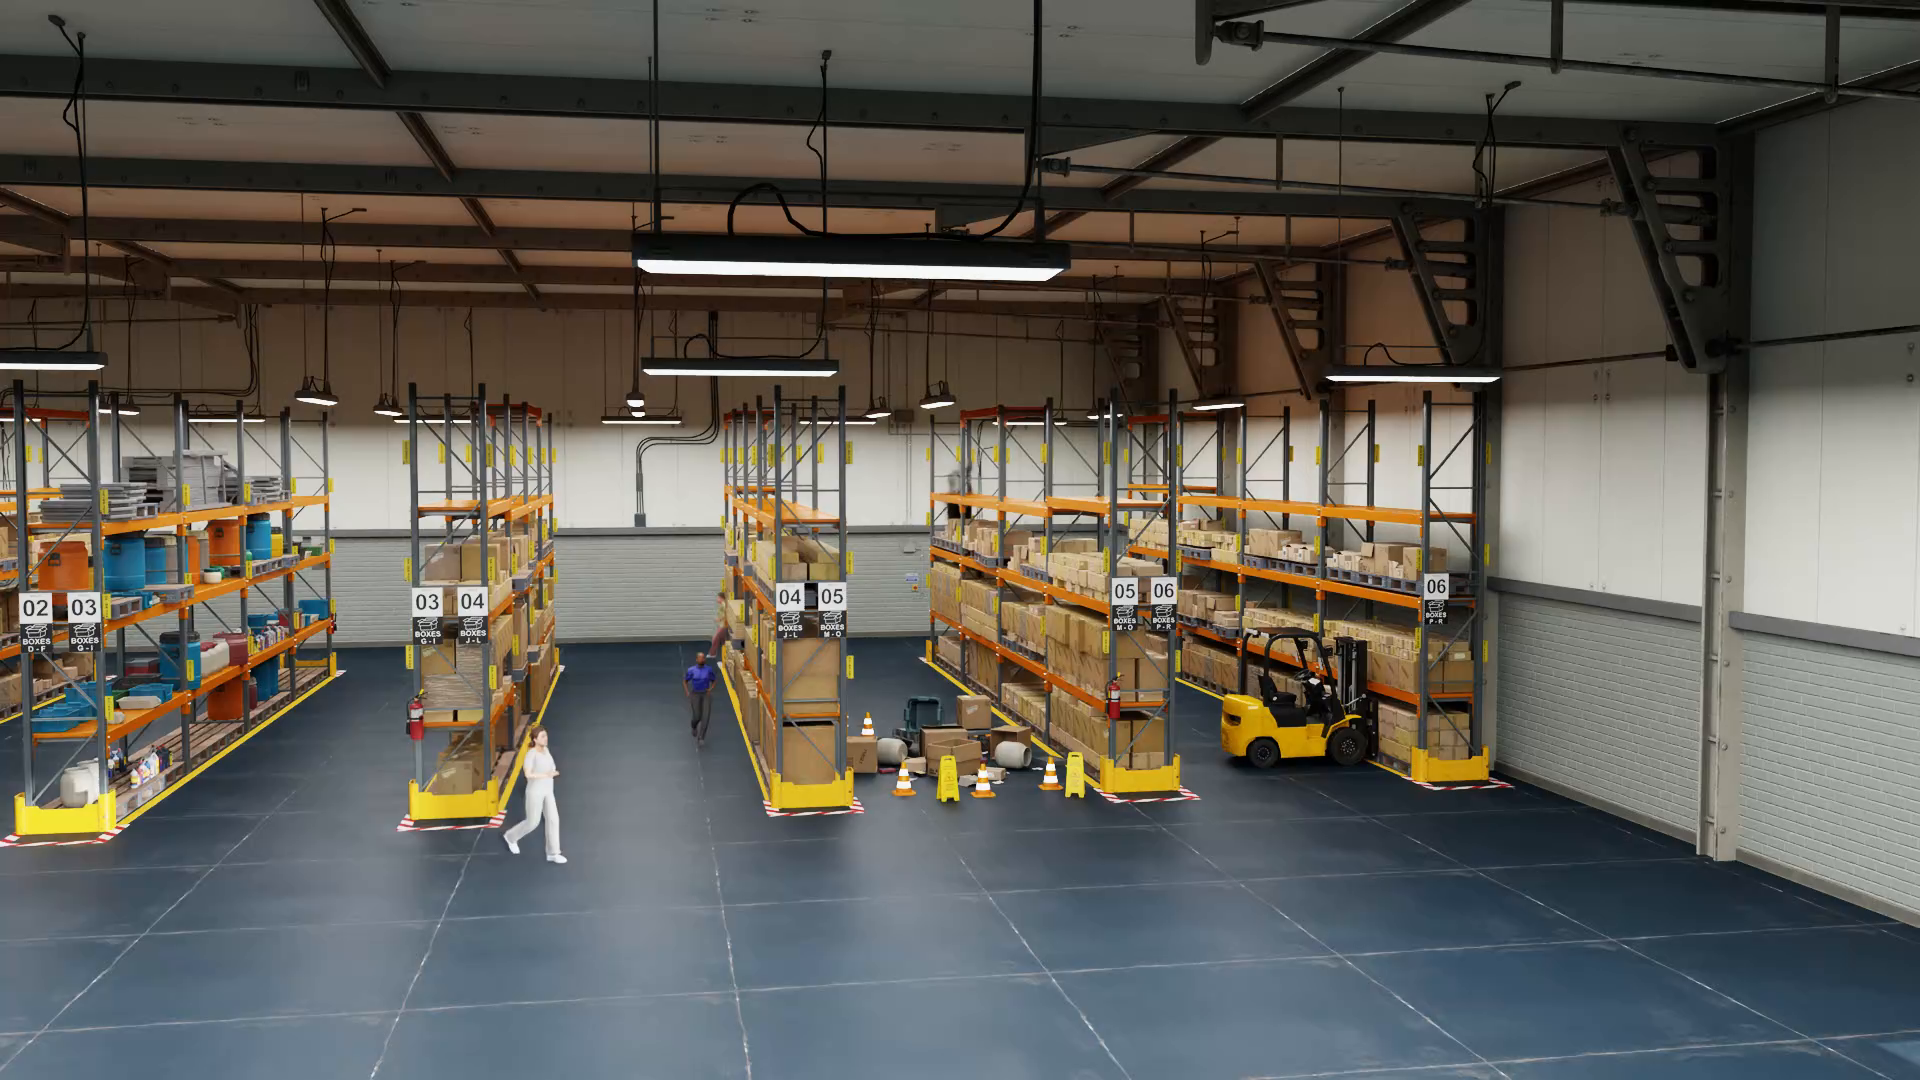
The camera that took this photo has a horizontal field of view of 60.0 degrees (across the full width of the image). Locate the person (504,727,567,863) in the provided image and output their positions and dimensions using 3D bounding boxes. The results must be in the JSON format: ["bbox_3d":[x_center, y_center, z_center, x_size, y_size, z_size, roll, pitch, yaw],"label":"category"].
[{"bbox_3d":[-5.202,3.114,20.445,0.922,1.649,0.566,1,3,26],"label":"person"}]

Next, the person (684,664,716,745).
[{"bbox_3d":[-4.492,2.843,28.830,0.538,1.409,0.522,-1,3,-18],"label":"person"}]

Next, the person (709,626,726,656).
[{"bbox_3d":[-5.849,2.375,40.735,0.629,0.900,0.619,-1,3,-16],"label":"person"}]
